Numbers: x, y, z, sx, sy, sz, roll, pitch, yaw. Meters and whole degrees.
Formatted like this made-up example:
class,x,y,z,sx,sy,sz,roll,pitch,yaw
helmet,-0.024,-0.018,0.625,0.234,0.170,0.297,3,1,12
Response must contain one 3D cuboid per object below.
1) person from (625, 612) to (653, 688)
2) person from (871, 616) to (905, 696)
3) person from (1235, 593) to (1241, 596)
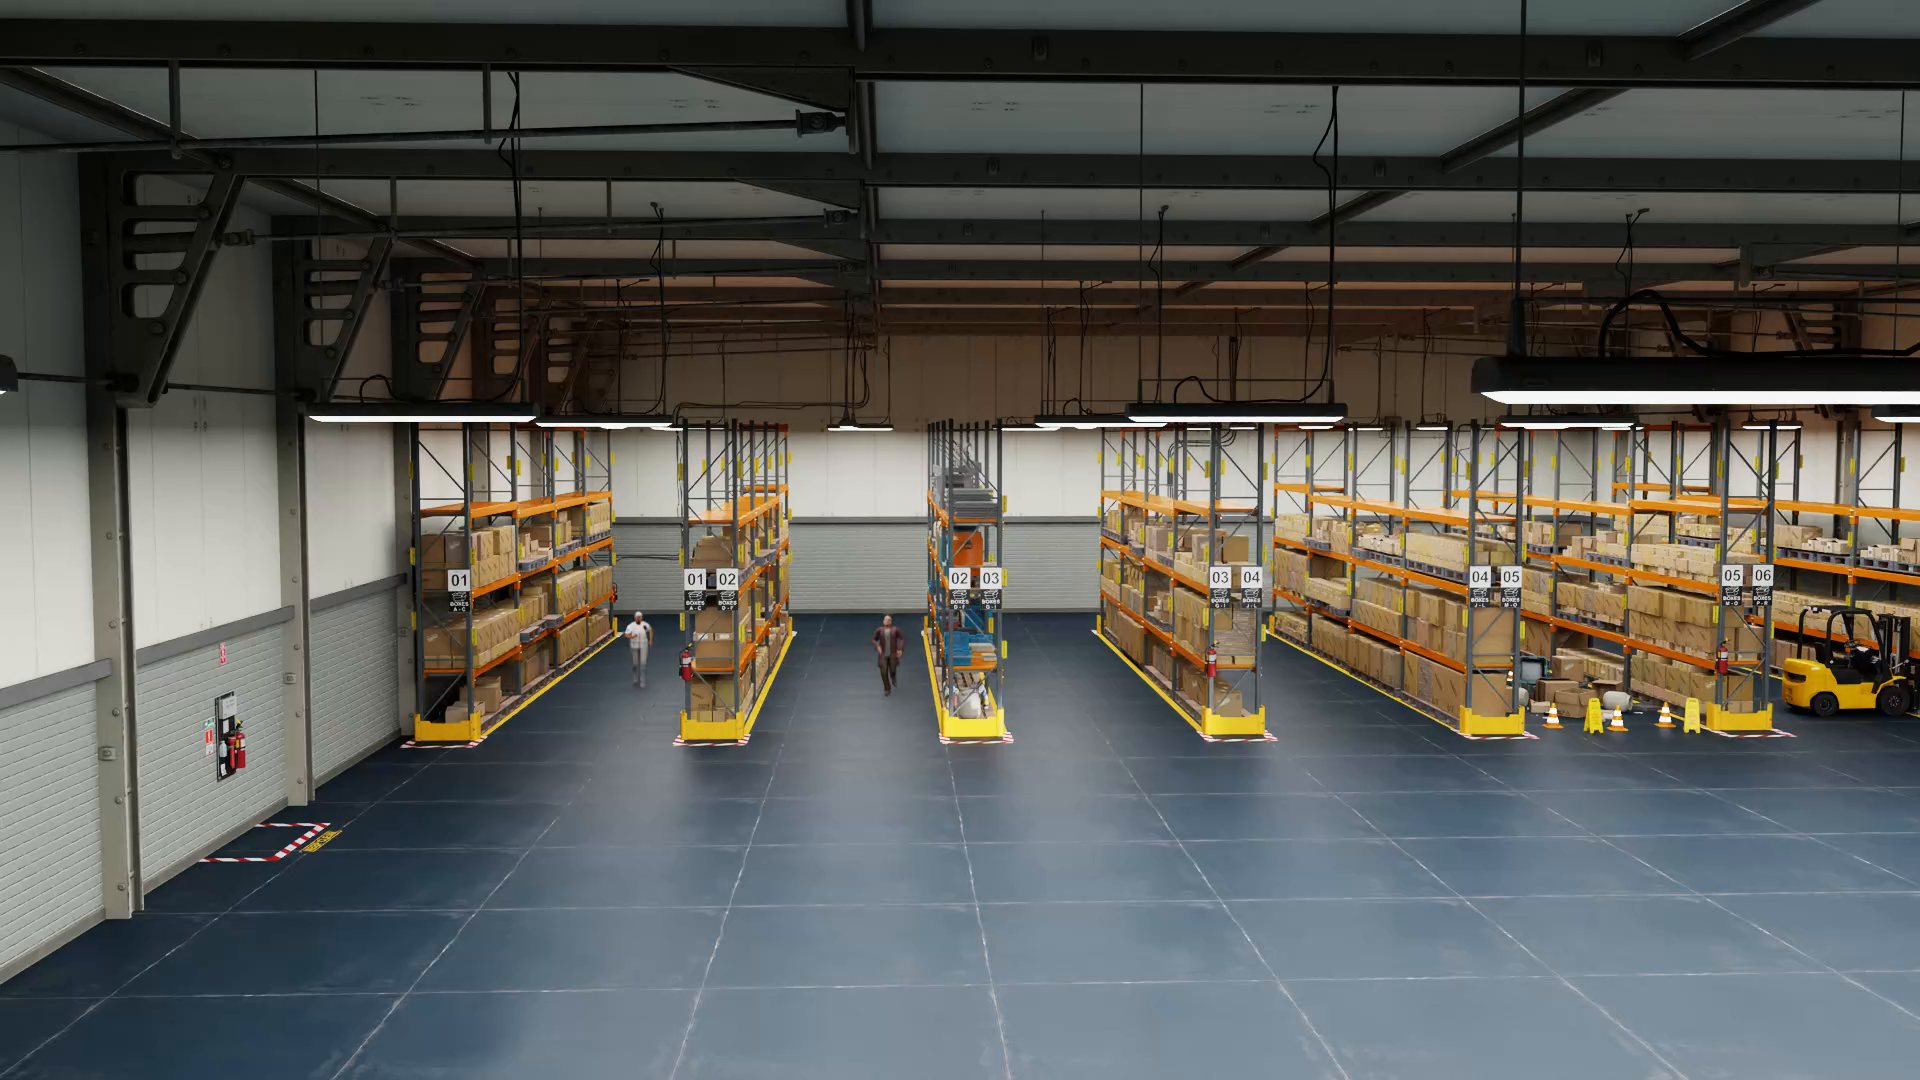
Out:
class,x,y,z,sx,sy,sz,roll,pitch,yaw
person,-7.283,2.463,37.697,0.624,1.694,0.875,-1,4,-11
person,-1.581,2.527,36.526,0.746,1.739,0.661,0,4,1
person,7.825,1.869,46.540,0.671,1.779,0.792,0,4,7
